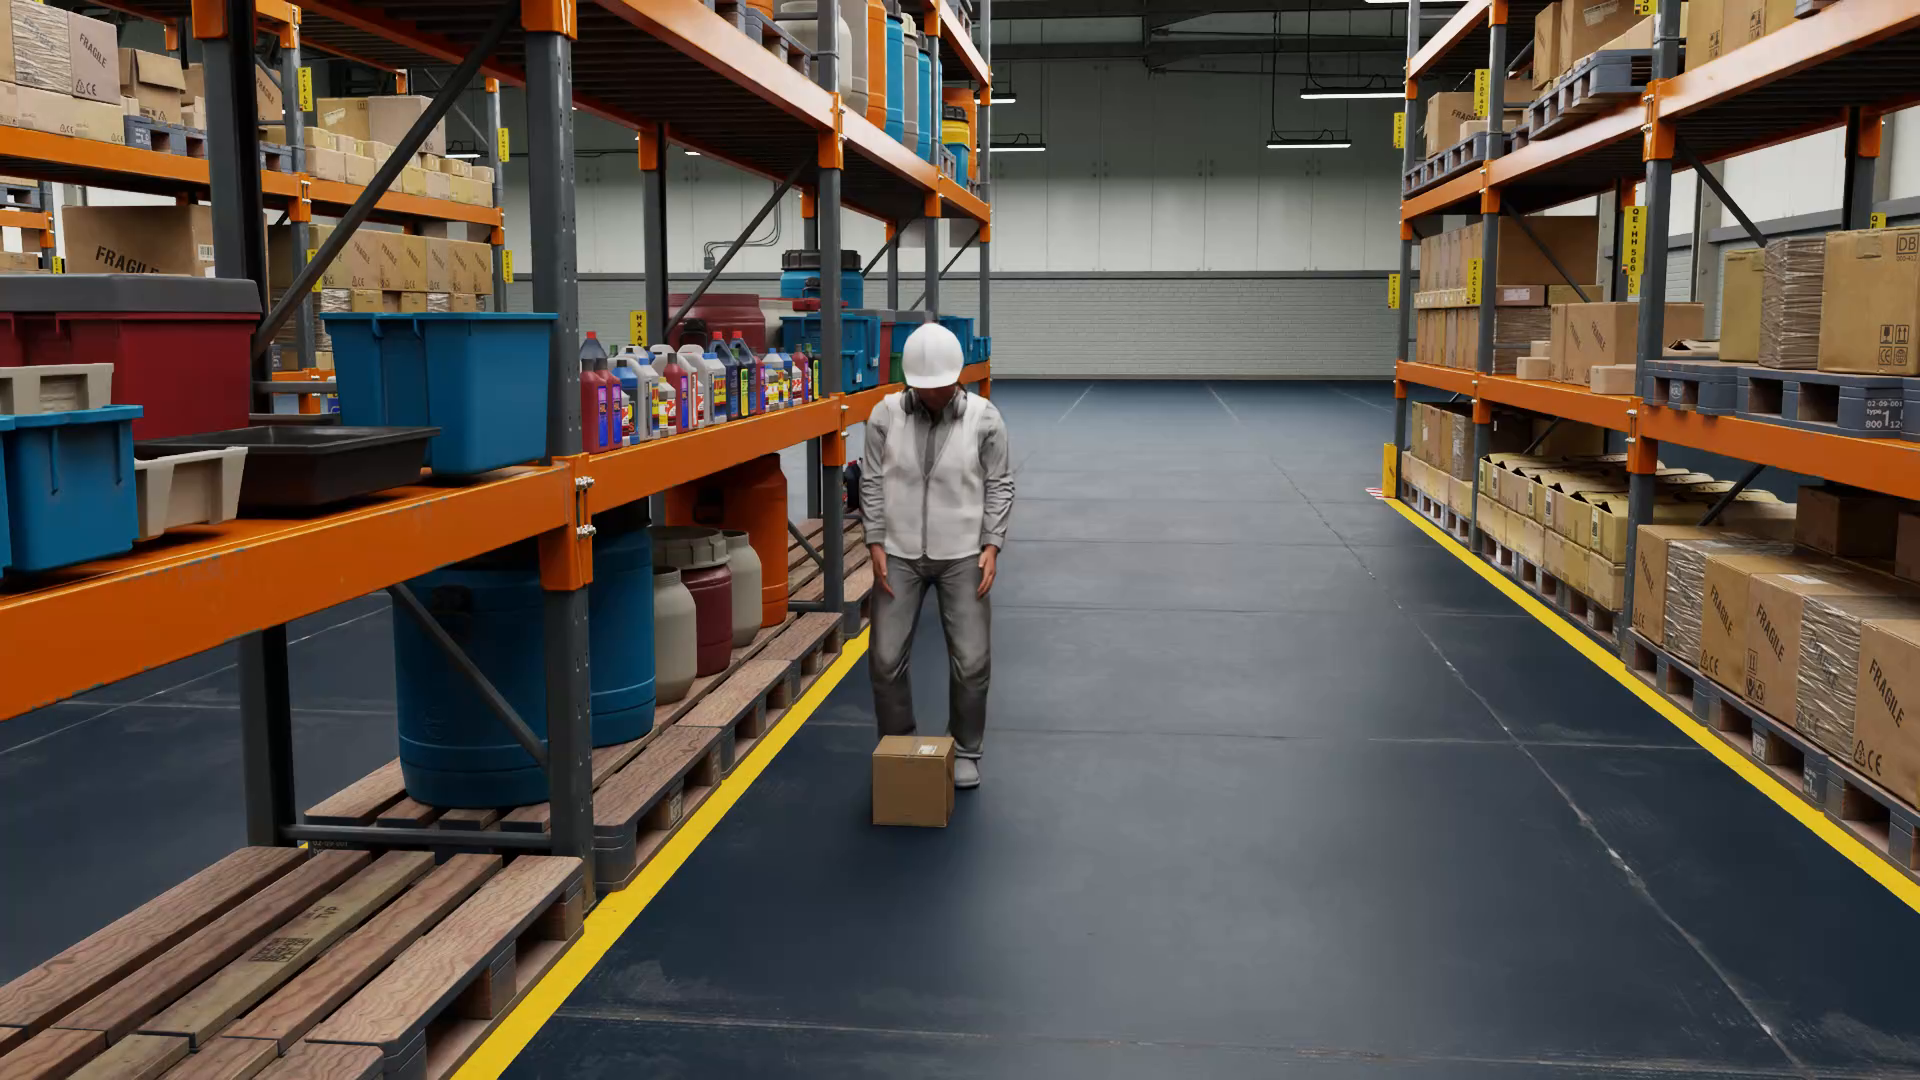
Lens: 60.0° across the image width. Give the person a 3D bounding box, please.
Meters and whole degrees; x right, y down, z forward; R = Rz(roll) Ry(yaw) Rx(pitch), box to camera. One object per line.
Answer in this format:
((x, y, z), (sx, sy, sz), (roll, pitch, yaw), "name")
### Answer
((-0.084, 0.059, 6.083), (0.567, 1.695, 0.516), (1, 8, 8), "person")
